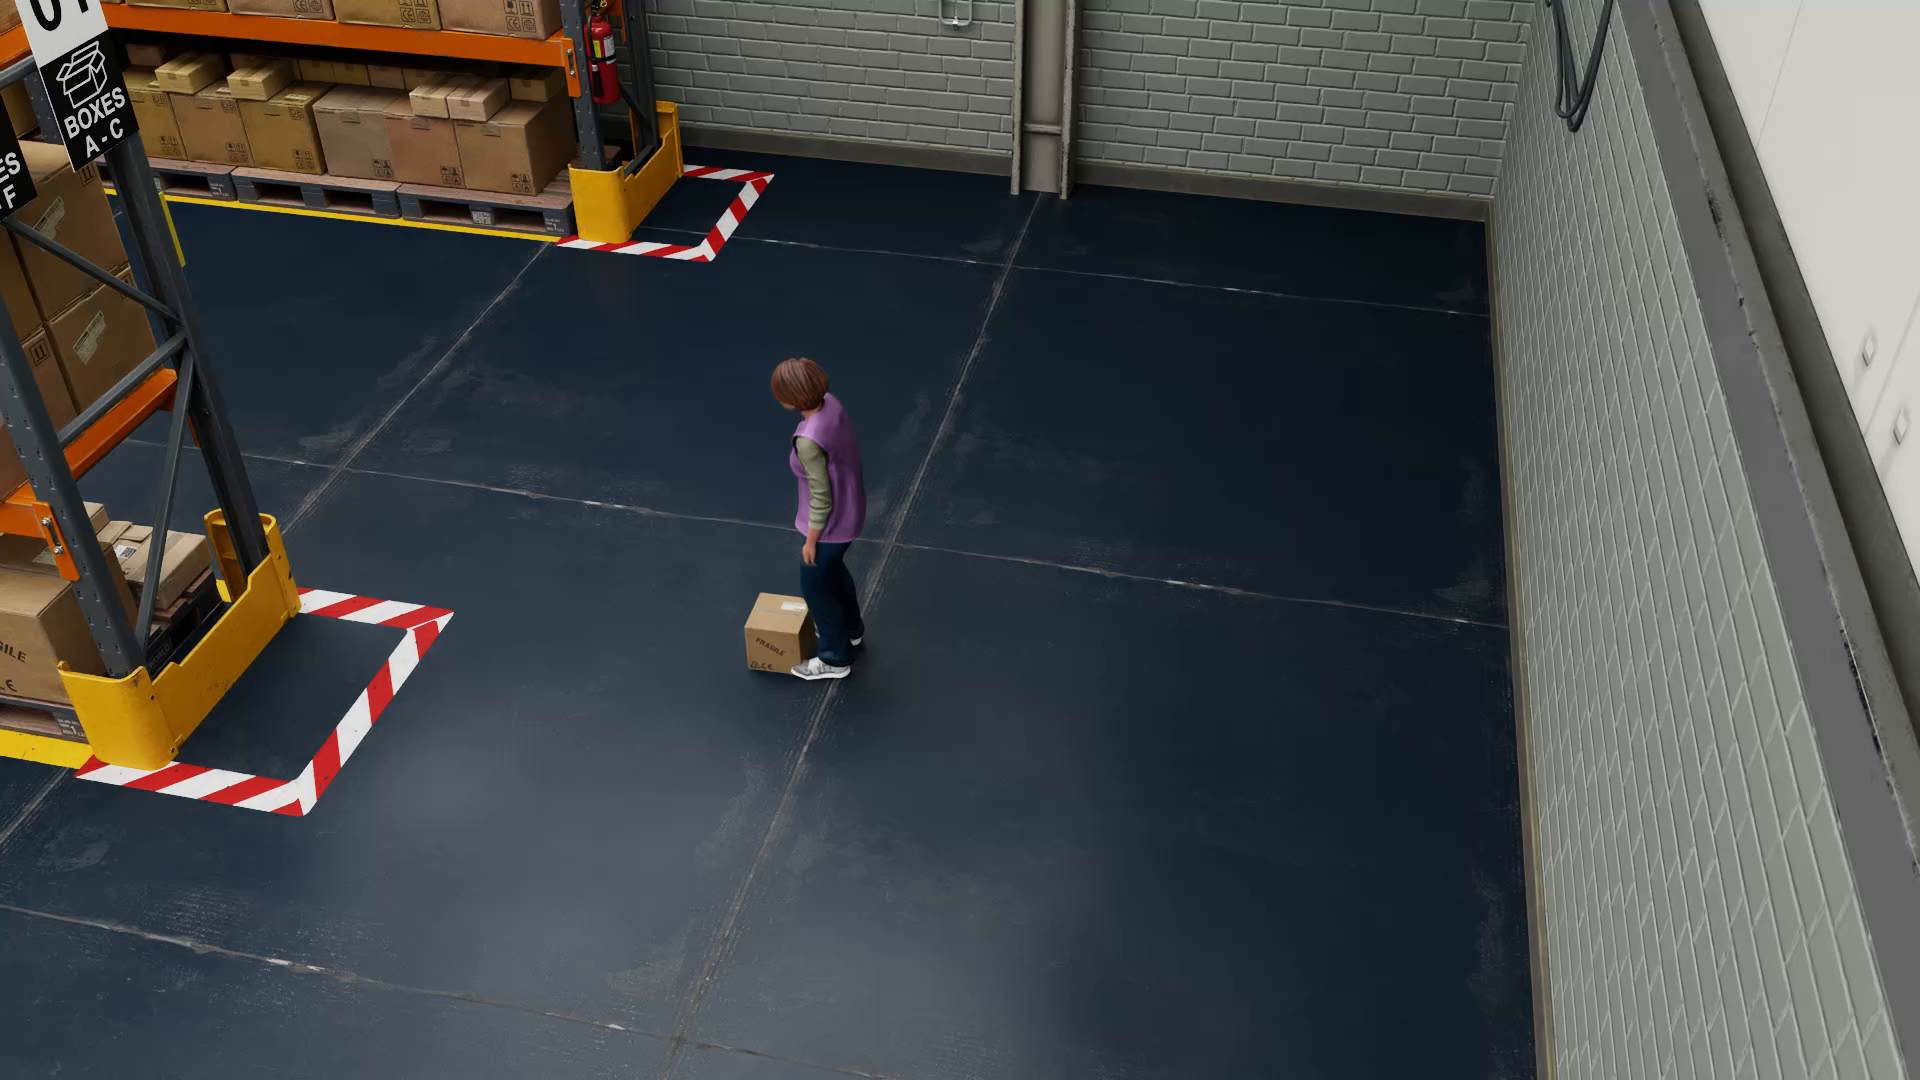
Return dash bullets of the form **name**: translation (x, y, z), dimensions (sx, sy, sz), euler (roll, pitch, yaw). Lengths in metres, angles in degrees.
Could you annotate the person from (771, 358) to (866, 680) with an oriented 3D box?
- **person**: translation (-0.576, -0.086, 7.086), dimensions (0.348, 1.592, 0.471), euler (6, 37, 8)
